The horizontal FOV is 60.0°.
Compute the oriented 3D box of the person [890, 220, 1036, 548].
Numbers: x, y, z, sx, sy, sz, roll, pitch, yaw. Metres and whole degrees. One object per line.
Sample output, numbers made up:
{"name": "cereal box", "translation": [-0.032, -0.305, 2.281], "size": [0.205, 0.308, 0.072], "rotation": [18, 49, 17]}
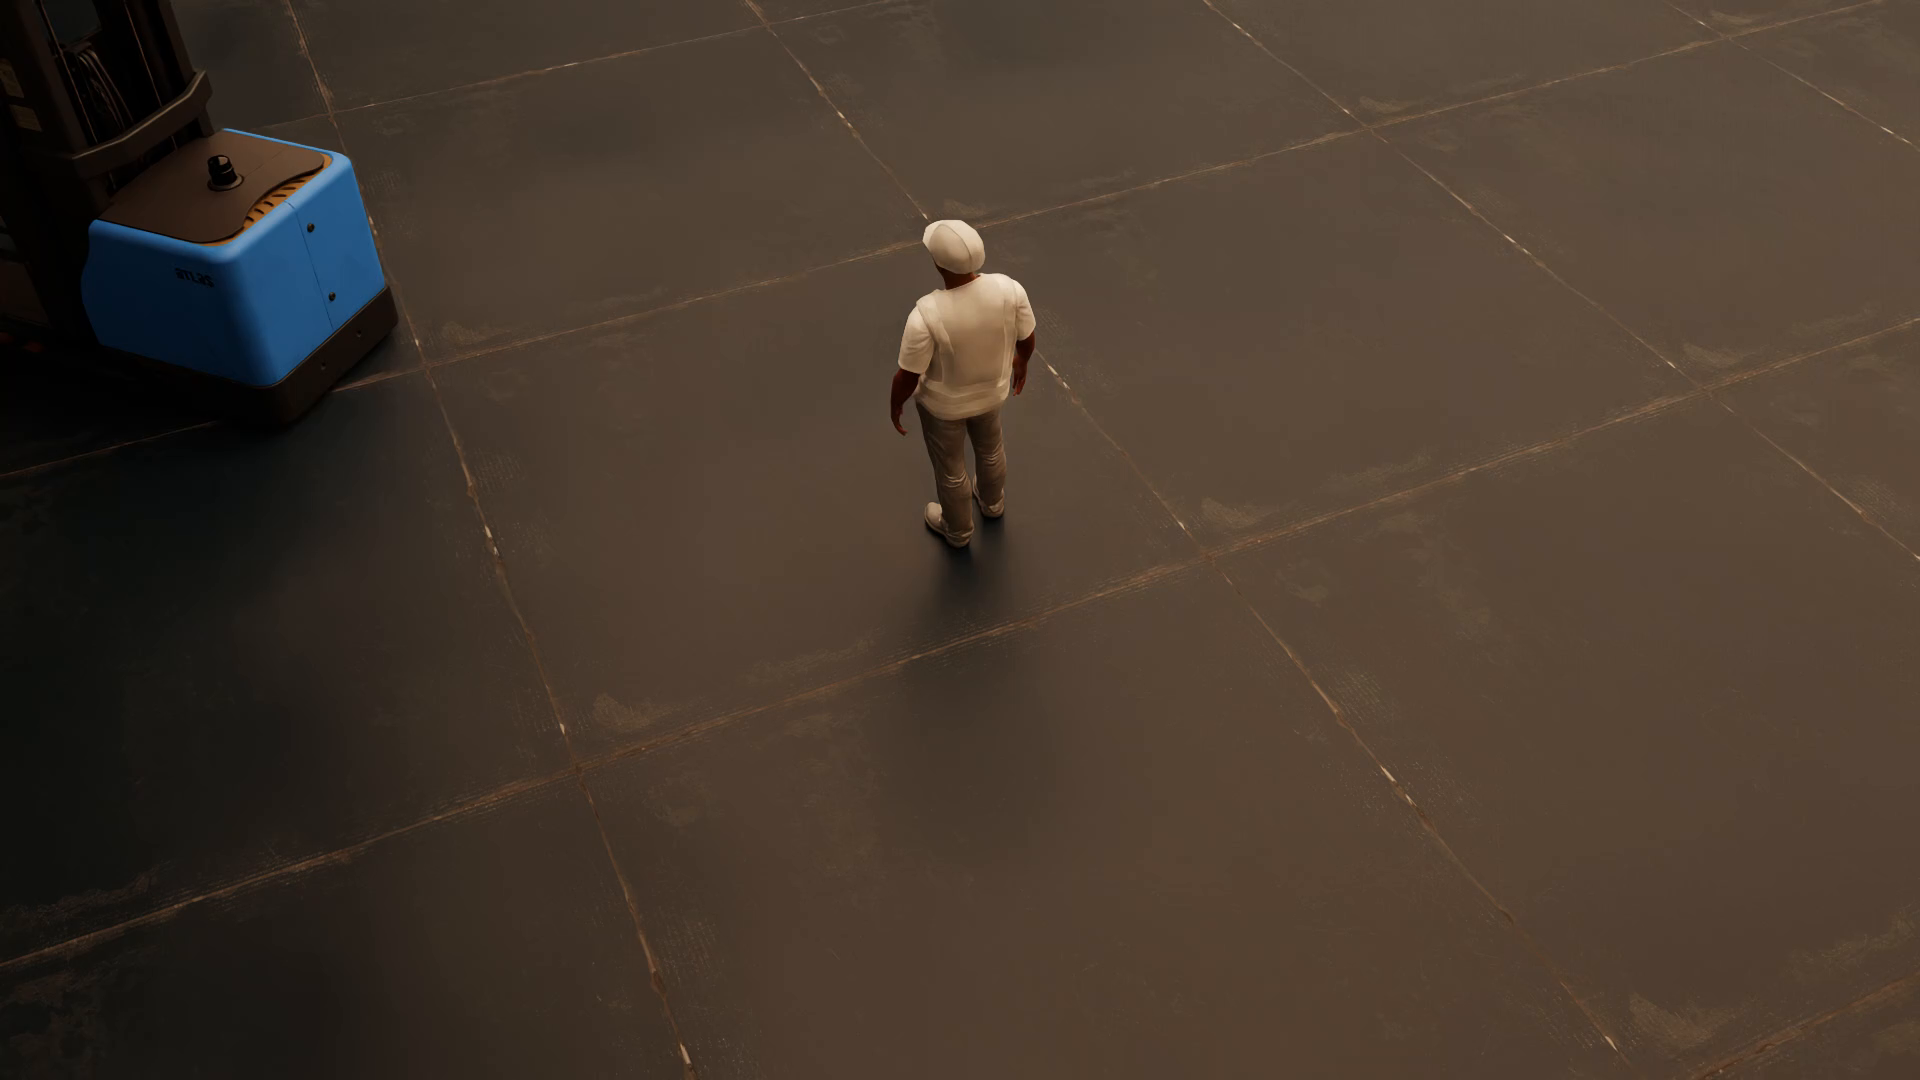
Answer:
{"name": "person", "translation": [-0.024, -0.695, 7.269], "size": [0.666, 1.765, 0.577], "rotation": [-18, 46, -18]}

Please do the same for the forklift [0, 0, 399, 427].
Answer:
{"name": "forklift", "translation": [-4.604, -2.274, 8.116], "size": [3.031, 2.935, 1.130], "rotation": [15, 45, 15]}
